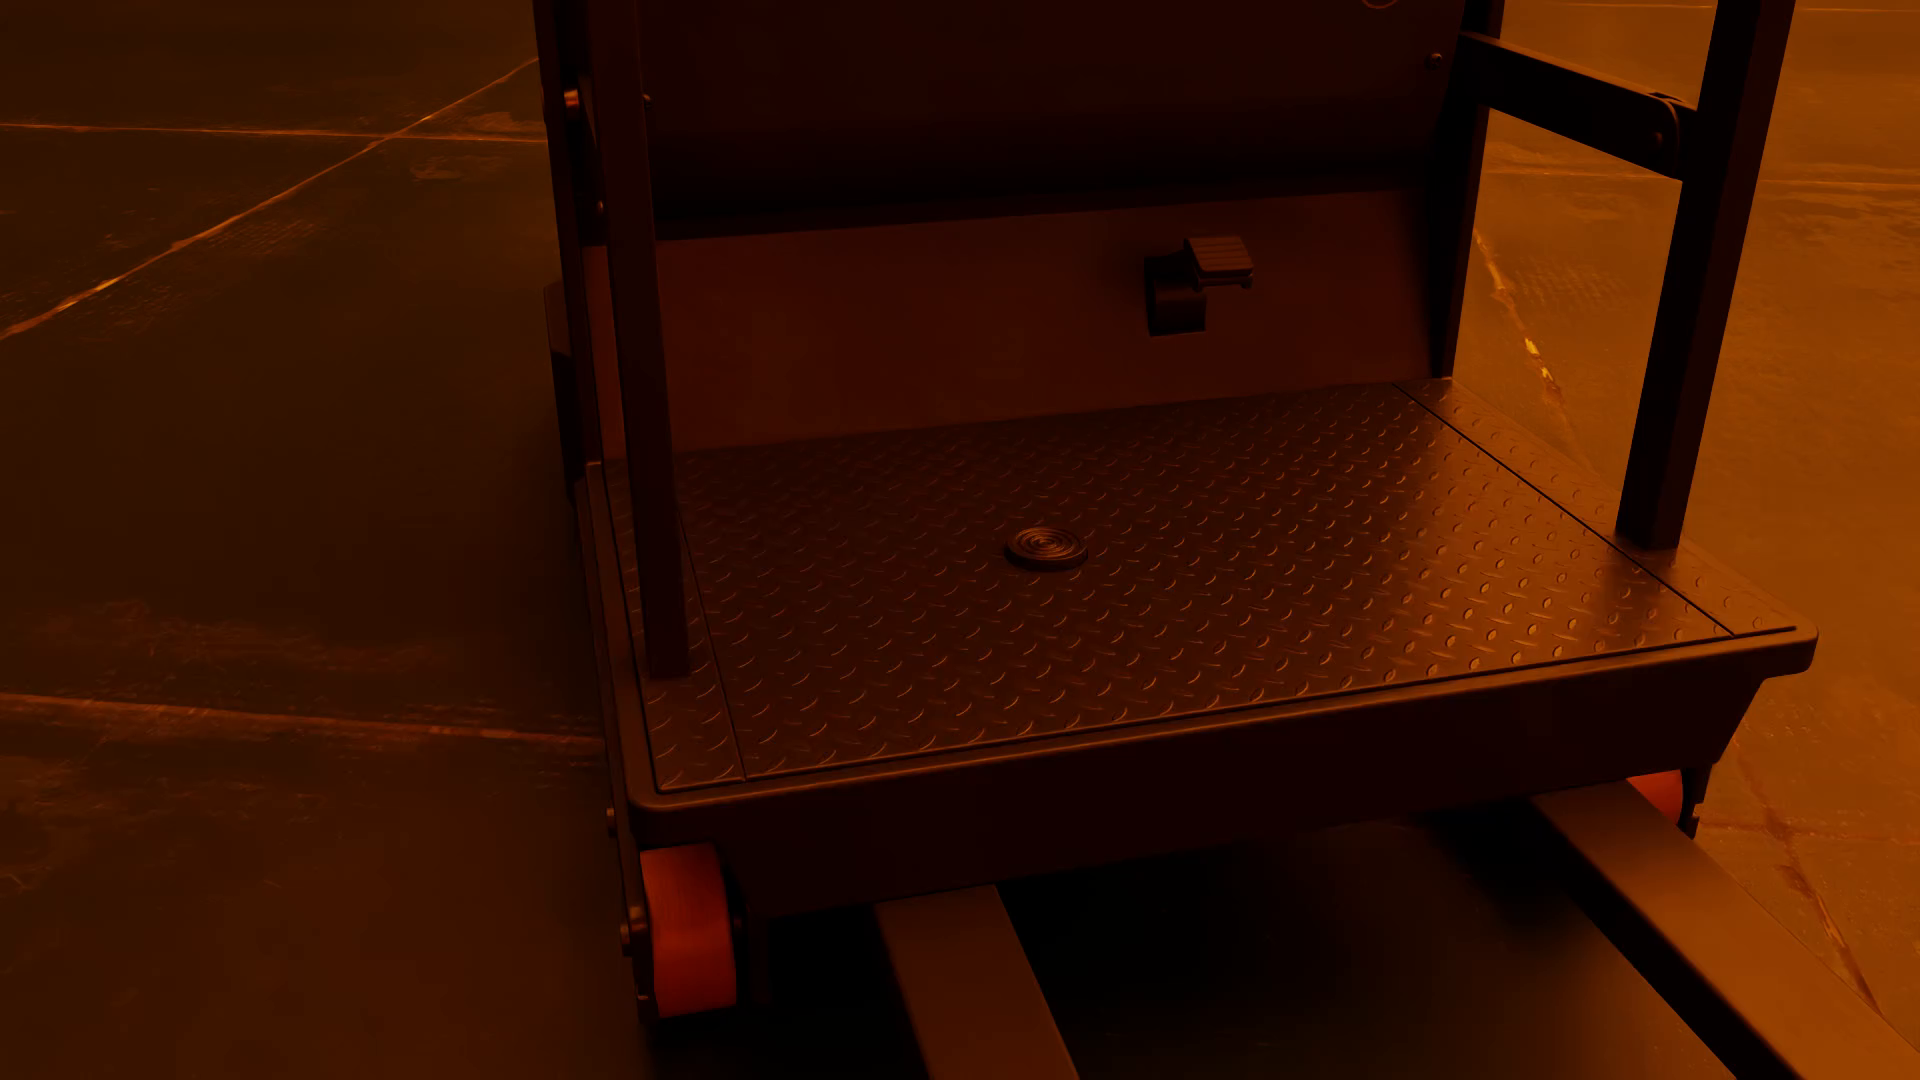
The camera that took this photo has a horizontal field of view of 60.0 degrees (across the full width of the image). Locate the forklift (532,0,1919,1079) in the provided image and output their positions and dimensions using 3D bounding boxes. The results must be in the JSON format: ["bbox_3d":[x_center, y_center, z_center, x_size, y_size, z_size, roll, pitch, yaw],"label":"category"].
[{"bbox_3d":[0.153,-1.049,1.319,1.130,2.935,3.031,-7,27,-13],"label":"forklift"}]
